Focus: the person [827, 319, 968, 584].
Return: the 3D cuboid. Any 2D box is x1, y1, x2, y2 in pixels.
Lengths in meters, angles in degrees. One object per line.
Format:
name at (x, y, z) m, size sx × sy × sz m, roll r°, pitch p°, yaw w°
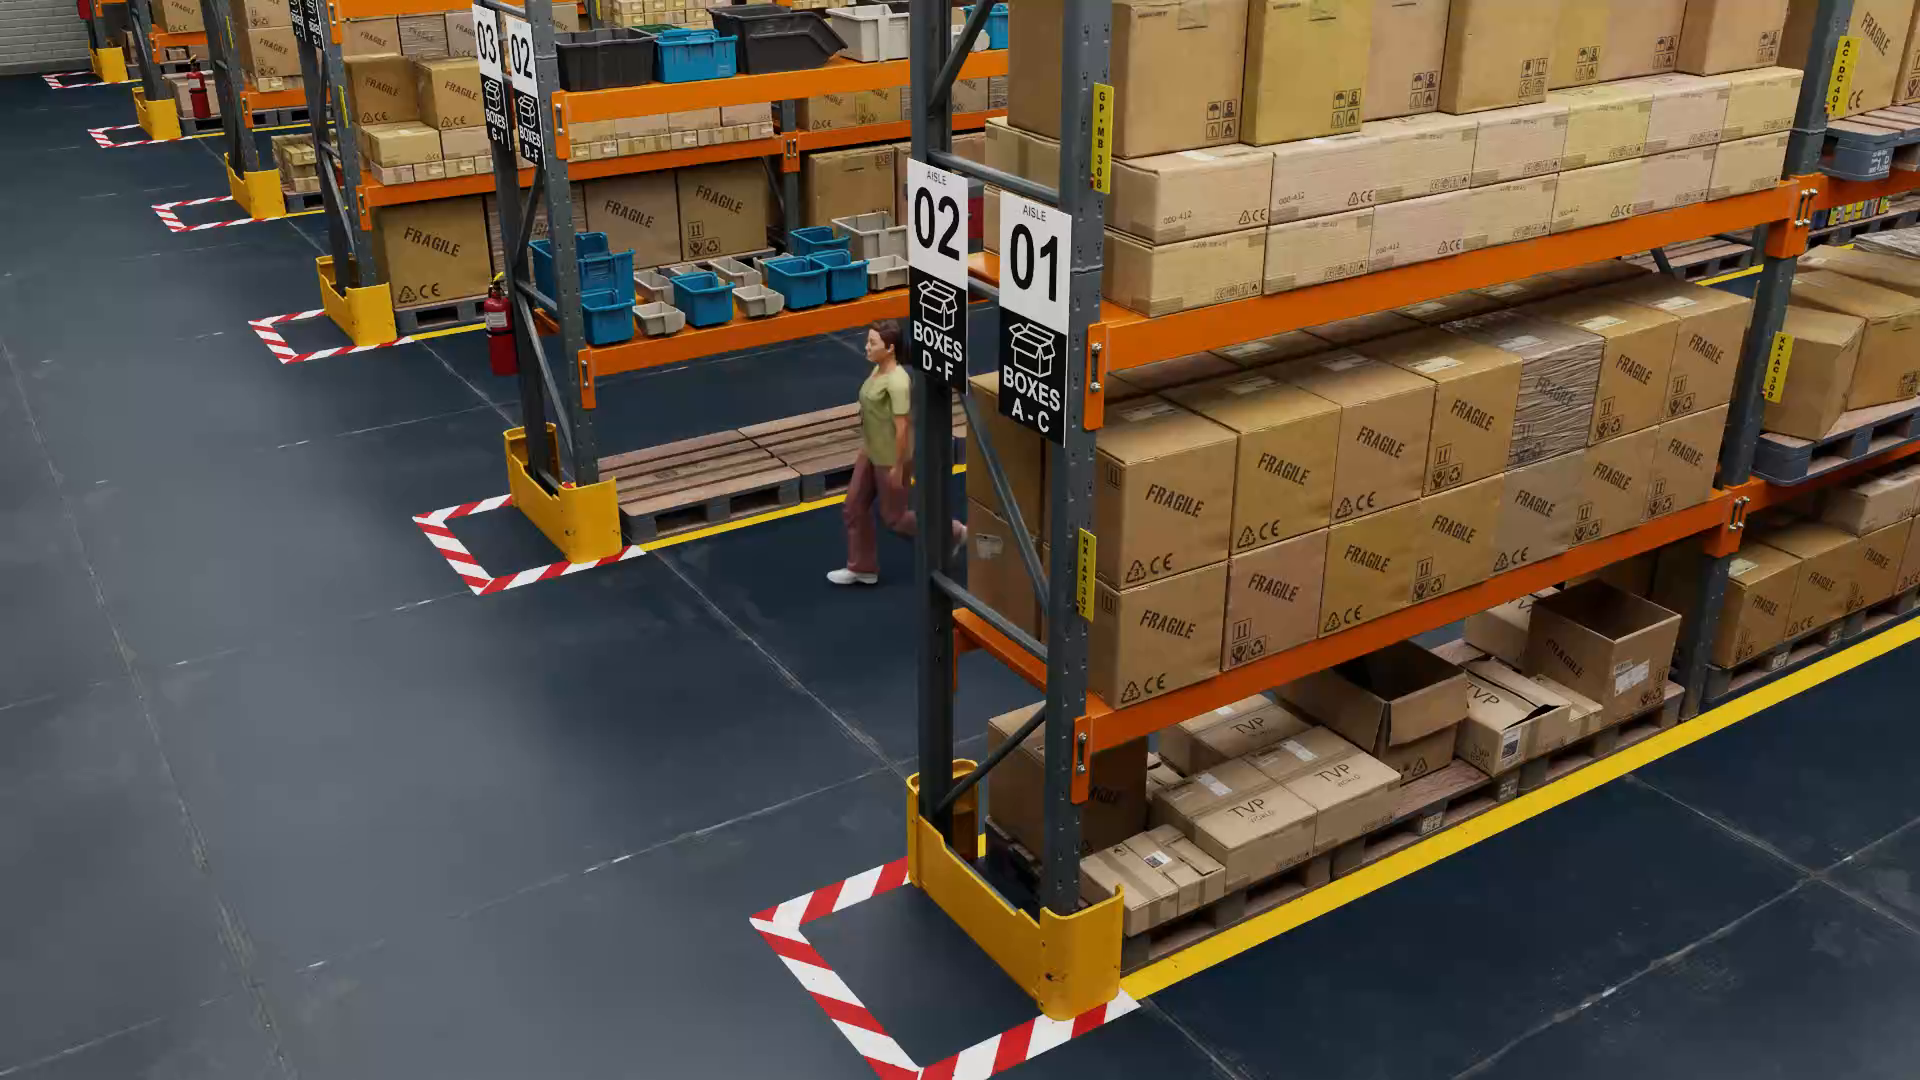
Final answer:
person at (-0.360, -0.496, 9.667) m, size 0.862 × 1.628 × 0.463 m, roll -9°, pitch 27°, yaw -18°
